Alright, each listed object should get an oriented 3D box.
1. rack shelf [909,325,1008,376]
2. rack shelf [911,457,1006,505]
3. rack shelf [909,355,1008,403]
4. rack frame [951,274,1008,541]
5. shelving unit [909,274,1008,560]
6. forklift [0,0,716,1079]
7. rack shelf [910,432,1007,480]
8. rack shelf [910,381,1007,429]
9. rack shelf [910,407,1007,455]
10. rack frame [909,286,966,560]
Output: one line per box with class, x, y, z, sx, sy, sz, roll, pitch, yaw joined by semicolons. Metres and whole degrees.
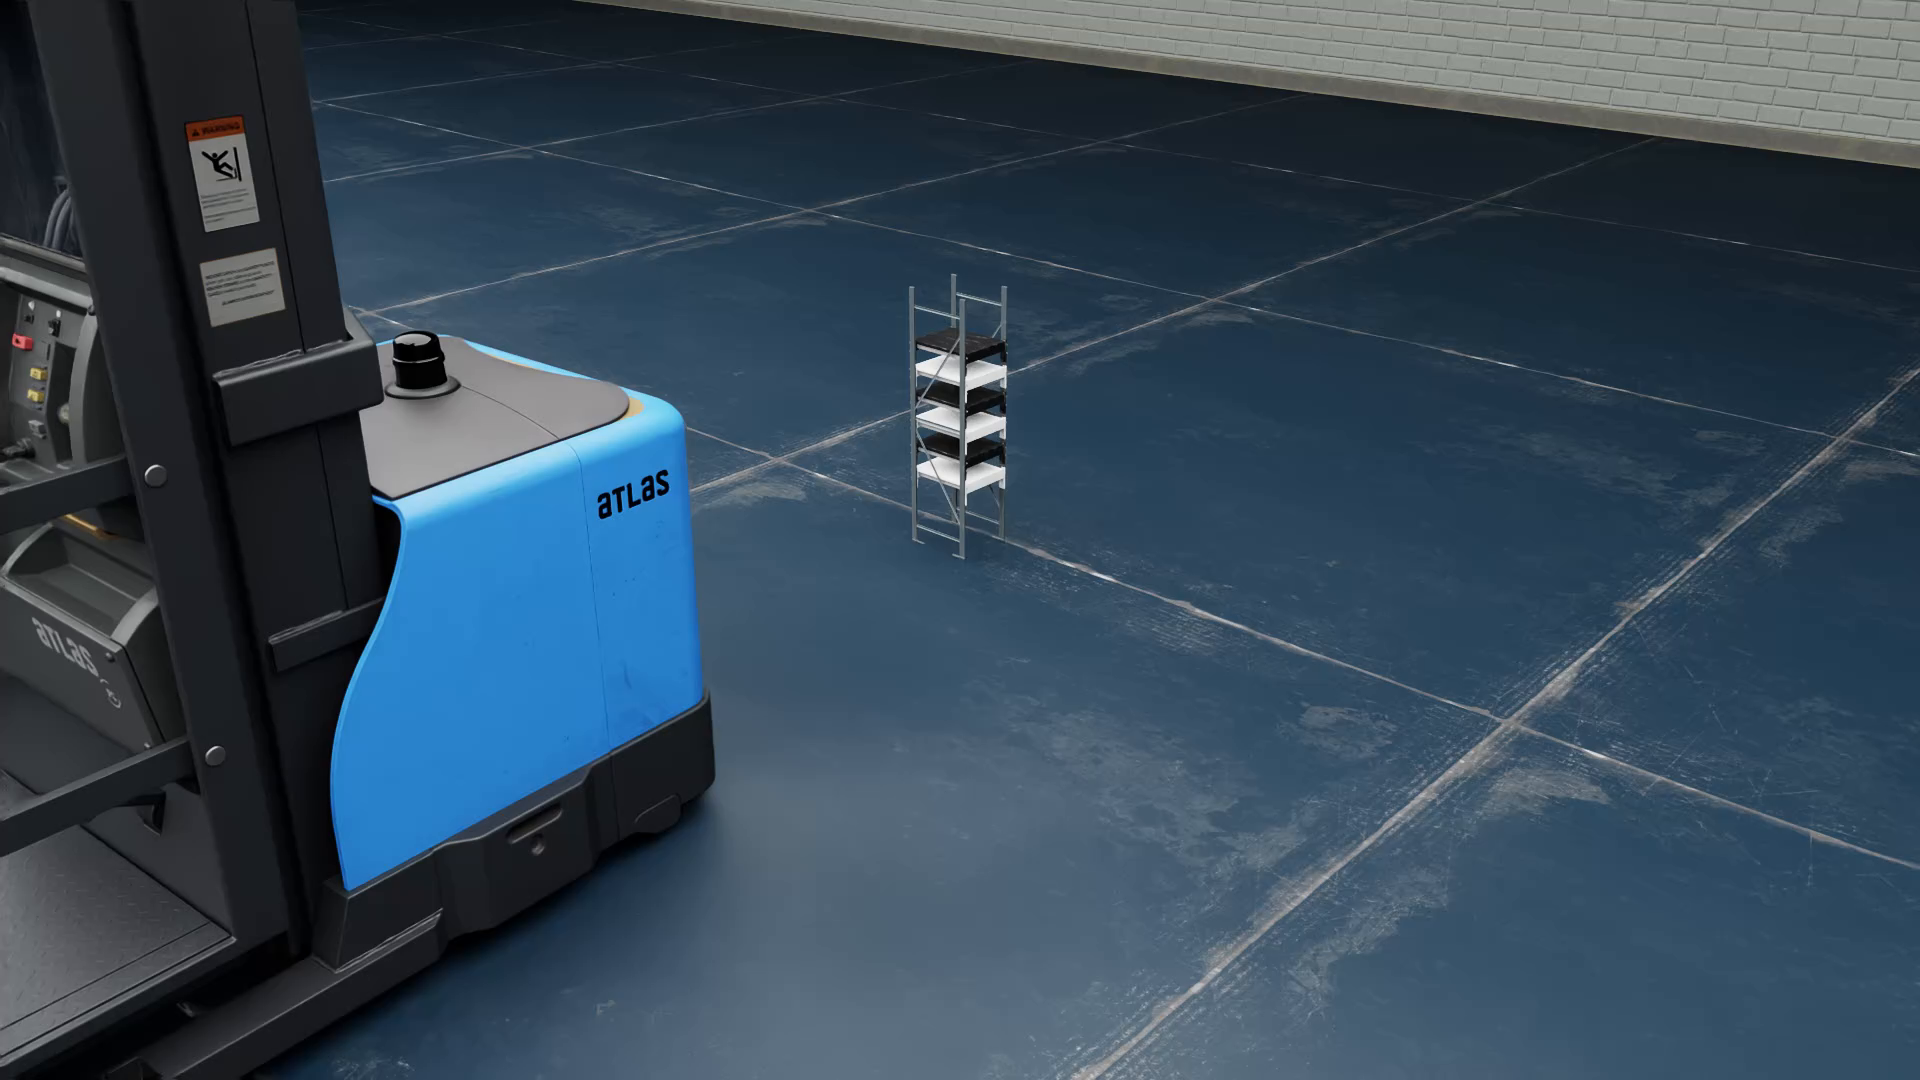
rack shelf;-0.005;-0.624;5.464;0.258;0.077;0.200;20;31;38
rack shelf;-0.005;-0.213;5.648;0.258;0.077;0.200;20;31;38
rack shelf;-0.005;-0.542;5.500;0.258;0.077;0.200;20;31;38
rack frame;0.062;-0.439;5.629;0.240;0.900;0.006;20;31;38
shelving unit;-0.005;-0.408;5.560;0.258;0.900;0.210;20;31;38
forklift;-1.928;-0.320;2.880;1.130;2.935;3.031;18;30;34
rack shelf;-0.005;-0.296;5.611;0.258;0.077;0.200;20;31;38
rack shelf;-0.005;-0.460;5.537;0.258;0.077;0.200;20;31;38
rack shelf;-0.005;-0.378;5.574;0.258;0.077;0.200;20;31;38
rack frame;-0.073;-0.377;5.491;0.240;0.900;0.006;20;31;38
